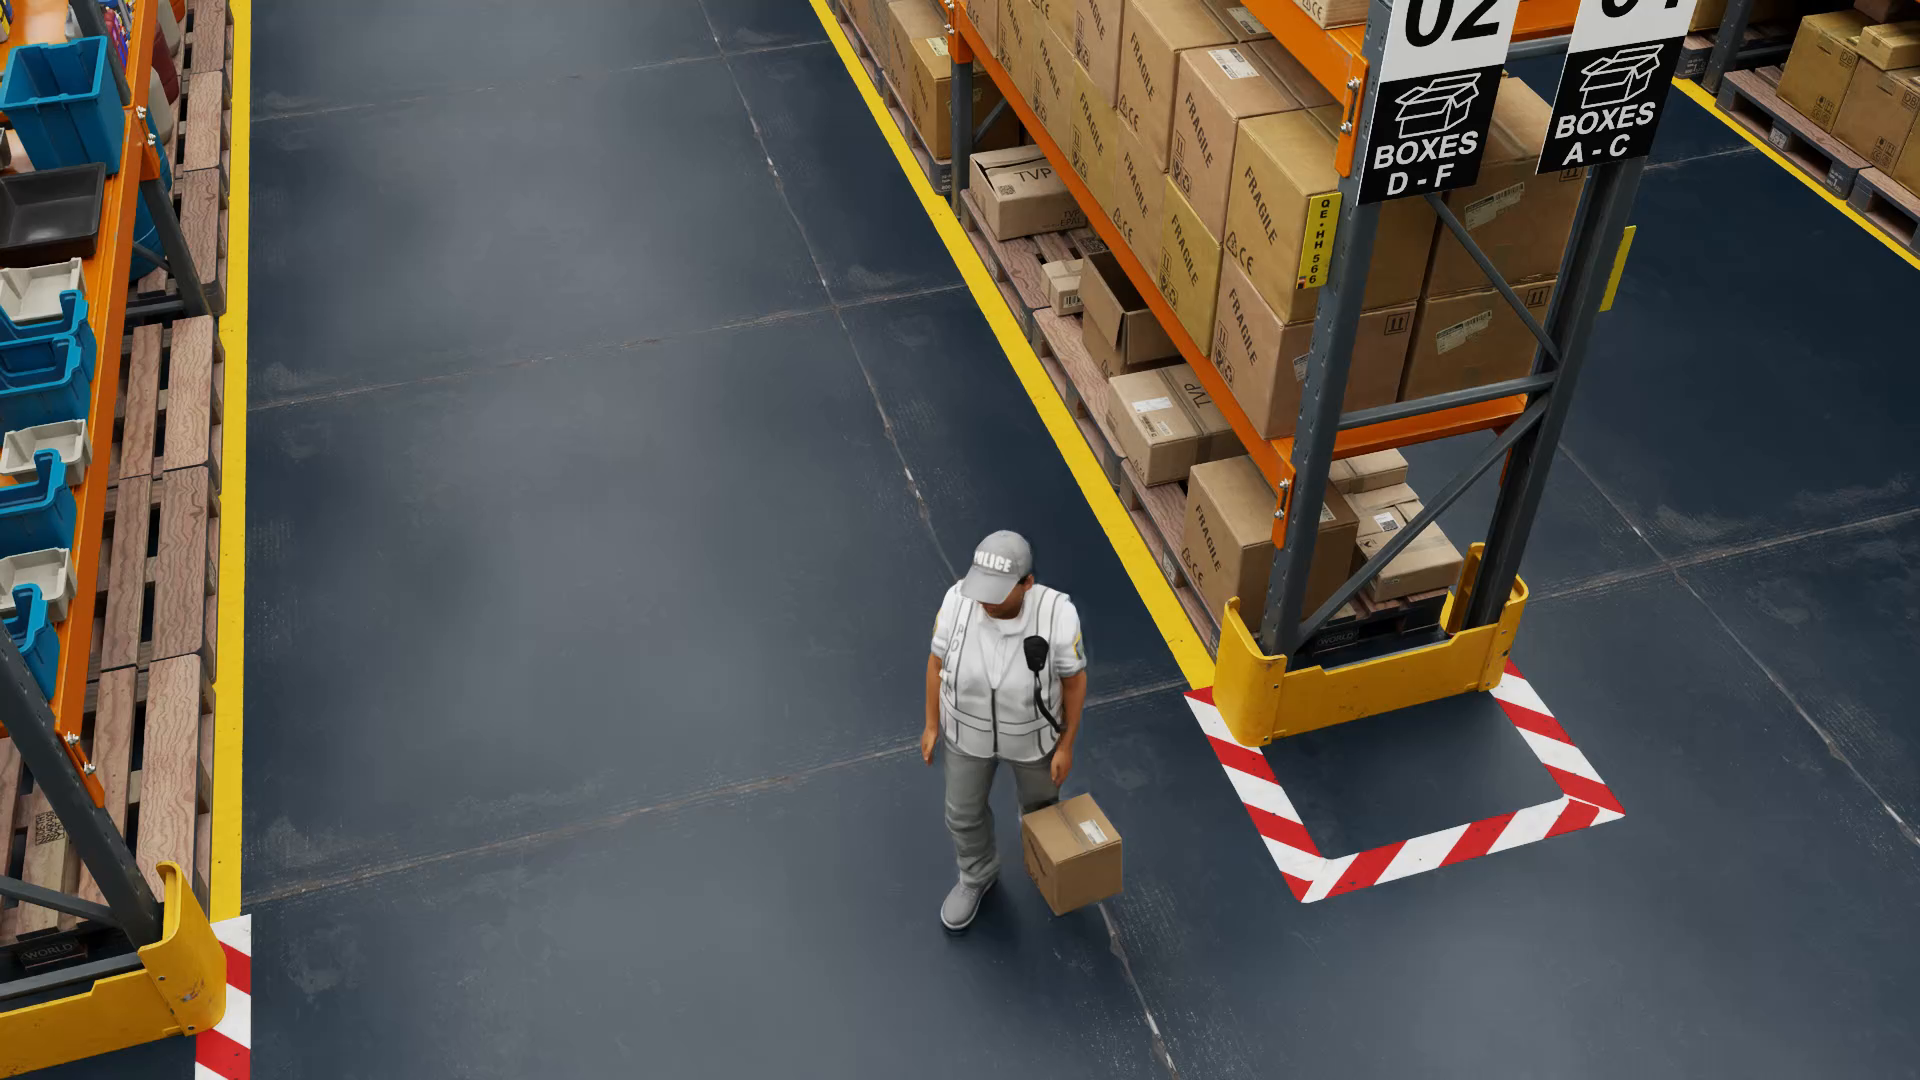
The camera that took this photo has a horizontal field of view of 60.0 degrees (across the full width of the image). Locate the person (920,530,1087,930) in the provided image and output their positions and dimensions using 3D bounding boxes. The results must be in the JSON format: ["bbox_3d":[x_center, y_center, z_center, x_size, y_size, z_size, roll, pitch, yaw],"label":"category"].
[{"bbox_3d":[0.150,0.613,5.488,0.540,1.664,0.524,7,43,7],"label":"person"}]
